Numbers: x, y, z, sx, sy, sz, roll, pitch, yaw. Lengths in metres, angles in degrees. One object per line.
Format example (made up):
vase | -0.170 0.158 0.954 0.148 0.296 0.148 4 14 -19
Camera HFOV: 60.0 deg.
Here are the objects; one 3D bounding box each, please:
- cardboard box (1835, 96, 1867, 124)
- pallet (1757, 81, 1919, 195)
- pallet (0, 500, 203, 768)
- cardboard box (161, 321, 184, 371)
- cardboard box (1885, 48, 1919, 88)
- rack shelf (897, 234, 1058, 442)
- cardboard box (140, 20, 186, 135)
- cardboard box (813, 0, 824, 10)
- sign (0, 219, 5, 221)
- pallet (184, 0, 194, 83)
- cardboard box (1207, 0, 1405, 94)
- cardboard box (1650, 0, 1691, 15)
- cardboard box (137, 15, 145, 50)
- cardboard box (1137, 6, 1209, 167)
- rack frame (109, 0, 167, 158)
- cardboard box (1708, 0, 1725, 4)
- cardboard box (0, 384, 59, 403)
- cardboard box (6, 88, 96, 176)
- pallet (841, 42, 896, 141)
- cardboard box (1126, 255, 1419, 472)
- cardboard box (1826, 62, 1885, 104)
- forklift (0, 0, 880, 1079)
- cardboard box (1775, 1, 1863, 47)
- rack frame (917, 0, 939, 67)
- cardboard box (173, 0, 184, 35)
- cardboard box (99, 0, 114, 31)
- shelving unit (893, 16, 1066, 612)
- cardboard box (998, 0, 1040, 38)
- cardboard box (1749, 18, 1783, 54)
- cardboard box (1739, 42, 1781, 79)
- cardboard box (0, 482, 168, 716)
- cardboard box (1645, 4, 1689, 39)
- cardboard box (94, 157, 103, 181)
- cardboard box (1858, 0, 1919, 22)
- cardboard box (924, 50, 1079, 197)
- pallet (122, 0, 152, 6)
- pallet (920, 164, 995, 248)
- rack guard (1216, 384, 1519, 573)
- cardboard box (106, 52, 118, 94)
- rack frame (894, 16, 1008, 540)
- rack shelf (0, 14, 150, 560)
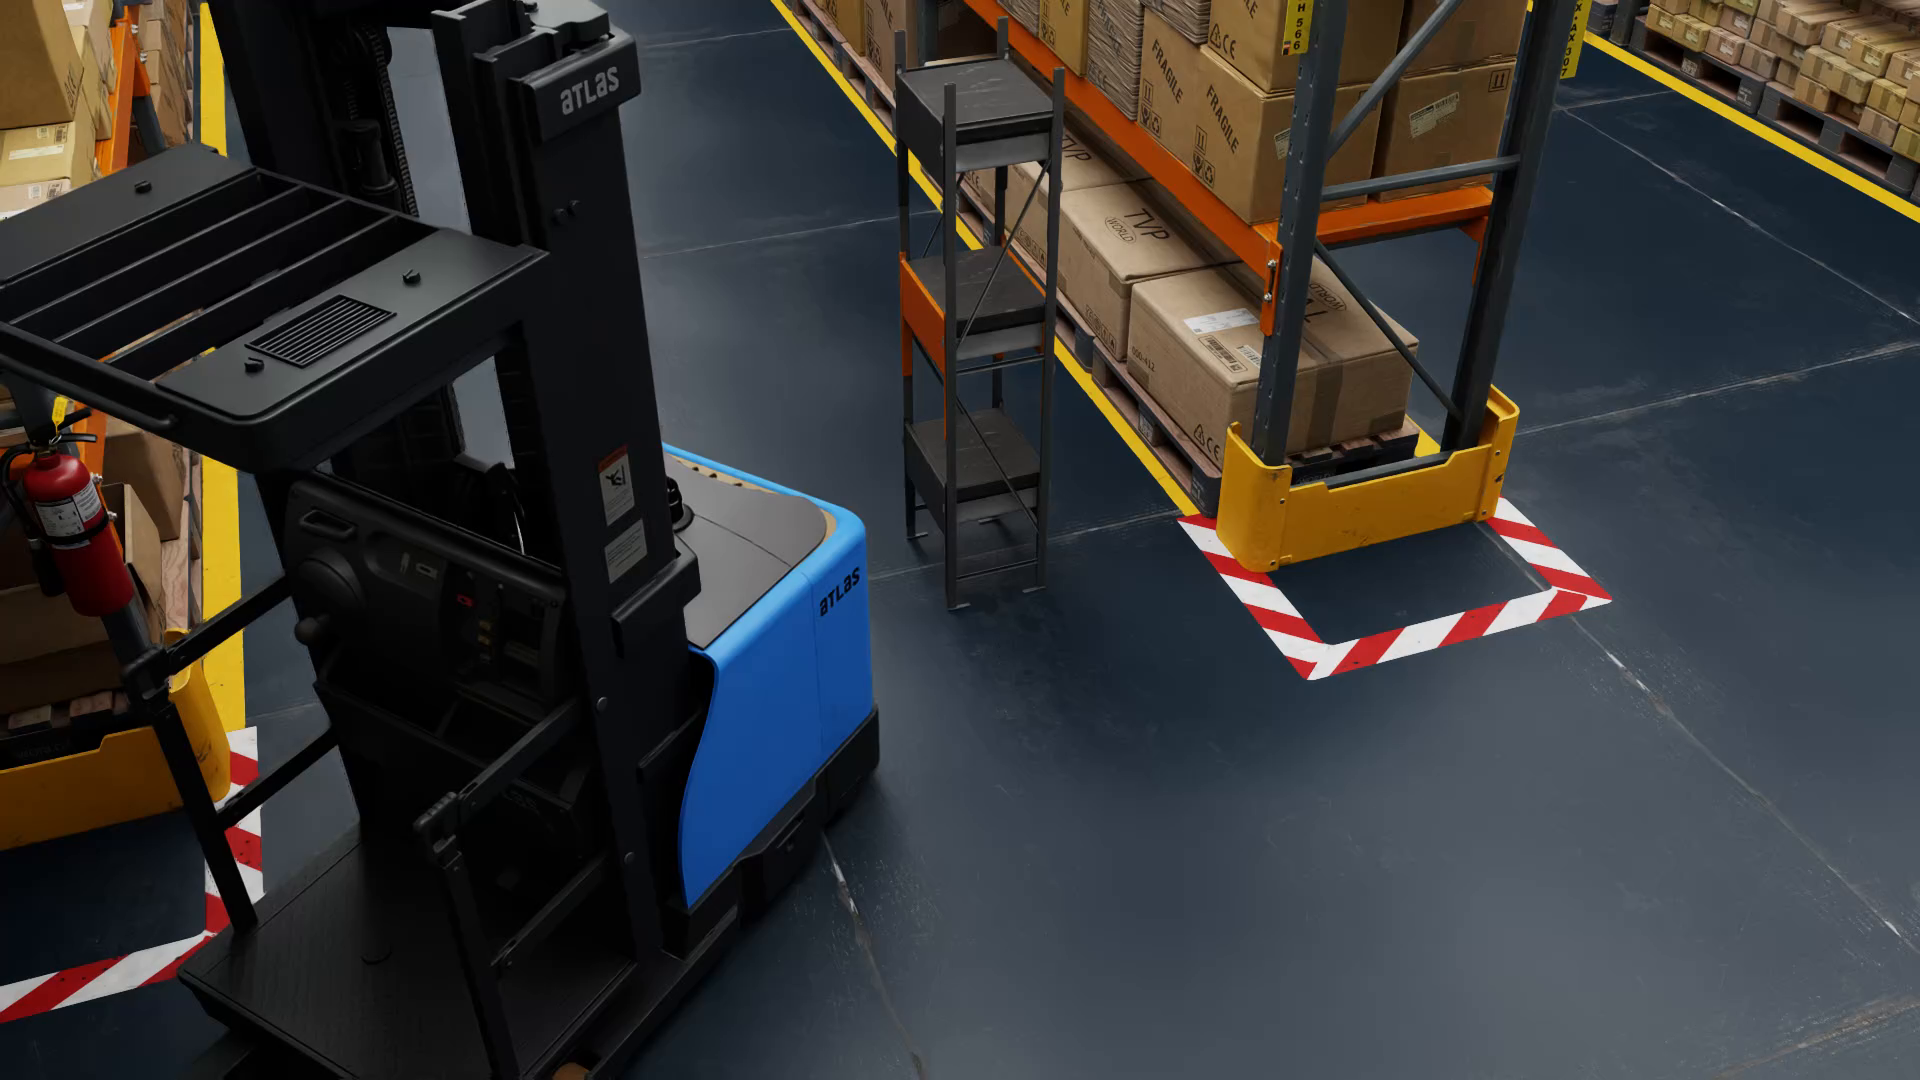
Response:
cardboard box | 5.332 -2.528 9.634 0.380 0.149 0.250 -11 38 -15
pallet | 5.550 -2.452 9.830 1.003 0.211 1.213 -12 39 -16
pallet | -3.335 0.364 6.092 1.003 0.211 1.213 -12 39 -16
cardboard box | -3.770 -0.869 7.139 0.700 0.500 0.500 -14 39 -18
cardboard box | 5.416 -2.628 9.271 0.380 0.149 0.250 -14 39 -17
rack shelf | 0.057 -0.734 6.002 0.431 0.518 0.480 -12 39 -16
cardboard box | -4.726 -2.588 9.421 0.500 0.500 0.500 -14 39 -17
cardboard box | -0.665 -4.213 11.267 0.875 0.875 0.875 -12 39 -15
sign | -2.525 -0.716 4.487 0.100 0.325 0.005 -12 39 -16
pallet | -5.566 -3.233 10.867 1.003 0.211 1.213 -12 39 -16
cardboard box | 1.236 -1.949 5.931 0.500 0.500 0.500 -11 38 -14
cardboard box | 4.686 -3.505 10.684 0.380 0.149 0.250 -11 38 -14
cardboard box | -4.709 -2.787 9.146 0.380 0.149 0.250 -13 39 -16
cardboard box | 1.052 -1.831 6.605 0.500 0.500 0.500 -13 39 -17
rack frame | -4.411 -2.517 7.598 1.000 3.000 0.127 -12 39 -16
cardboard box | 4.825 -3.490 10.416 0.380 0.149 0.250 -11 38 -14
cardboard box | -2.937 -0.628 4.968 0.500 0.250 0.500 -12 39 -16
cardboard box | -3.484 -1.483 6.103 0.500 0.250 0.500 -13 39 -17
pallet | -0.088 -2.853 10.362 1.003 0.211 1.213 -12 39 -16
cardboard box | 1.304 -0.784 7.078 0.875 0.438 0.875 -14 39 -17
cardboard box | 5.226 -2.637 9.532 0.380 0.149 0.250 -12 39 -15
forklift | -1.458 0.224 4.017 1.130 2.935 3.031 20 41 24
cardboard box | 5.080 -3.054 9.837 0.380 0.149 0.250 -12 39 -15
rack frame | 0.249 -3.547 8.966 1.000 3.000 0.127 -12 39 -16
cardboard box | -5.277 -3.467 10.588 0.500 0.500 0.500 -13 39 -17
cardboard box | -4.006 -2.339 7.239 0.500 0.250 0.500 -11 38 -15
shelving unit | 0.057 -0.745 5.994 0.431 2.100 0.503 -12 39 -16
cardboard box | 0.499 -2.700 7.758 0.500 0.500 0.500 -12 39 -16
cardboard box | 5.065 -3.098 10.143 0.380 0.149 0.250 -14 39 -18
cardboard box | 5.045 -2.972 10.224 0.380 0.149 0.250 -13 39 -17
cardboard box | -3.156 0.207 5.708 0.797 0.503 0.637 -14 39 -18
cardboard box | 4.685 -3.386 10.772 0.380 0.149 0.250 -14 39 -18
cardboard box | -3.396 -1.282 6.168 0.380 0.149 0.250 -12 39 -15
cardboard box | 5.642 -3.176 10.000 0.380 0.149 0.250 -14 39 -18
cardboard box | 0.364 -2.314 9.110 0.875 0.438 0.875 -13 39 -17
pallet | -4.583 -2.914 8.285 1.003 0.211 1.213 -12 39 -16
pallet | 0.437 -1.987 9.213 1.003 0.211 1.213 -12 39 -16
rack guard | 1.633 -0.275 6.700 1.175 0.500 0.348 -12 39 -16
cardboard box | -3.842 -2.004 7.127 0.380 0.149 0.250 -11 38 -15
rack frame | -0.027 -0.883 6.177 0.400 2.100 0.015 -12 39 -16
rack shelf | -3.722 -1.100 6.315 1.077 0.370 4.000 -12 39 -16
